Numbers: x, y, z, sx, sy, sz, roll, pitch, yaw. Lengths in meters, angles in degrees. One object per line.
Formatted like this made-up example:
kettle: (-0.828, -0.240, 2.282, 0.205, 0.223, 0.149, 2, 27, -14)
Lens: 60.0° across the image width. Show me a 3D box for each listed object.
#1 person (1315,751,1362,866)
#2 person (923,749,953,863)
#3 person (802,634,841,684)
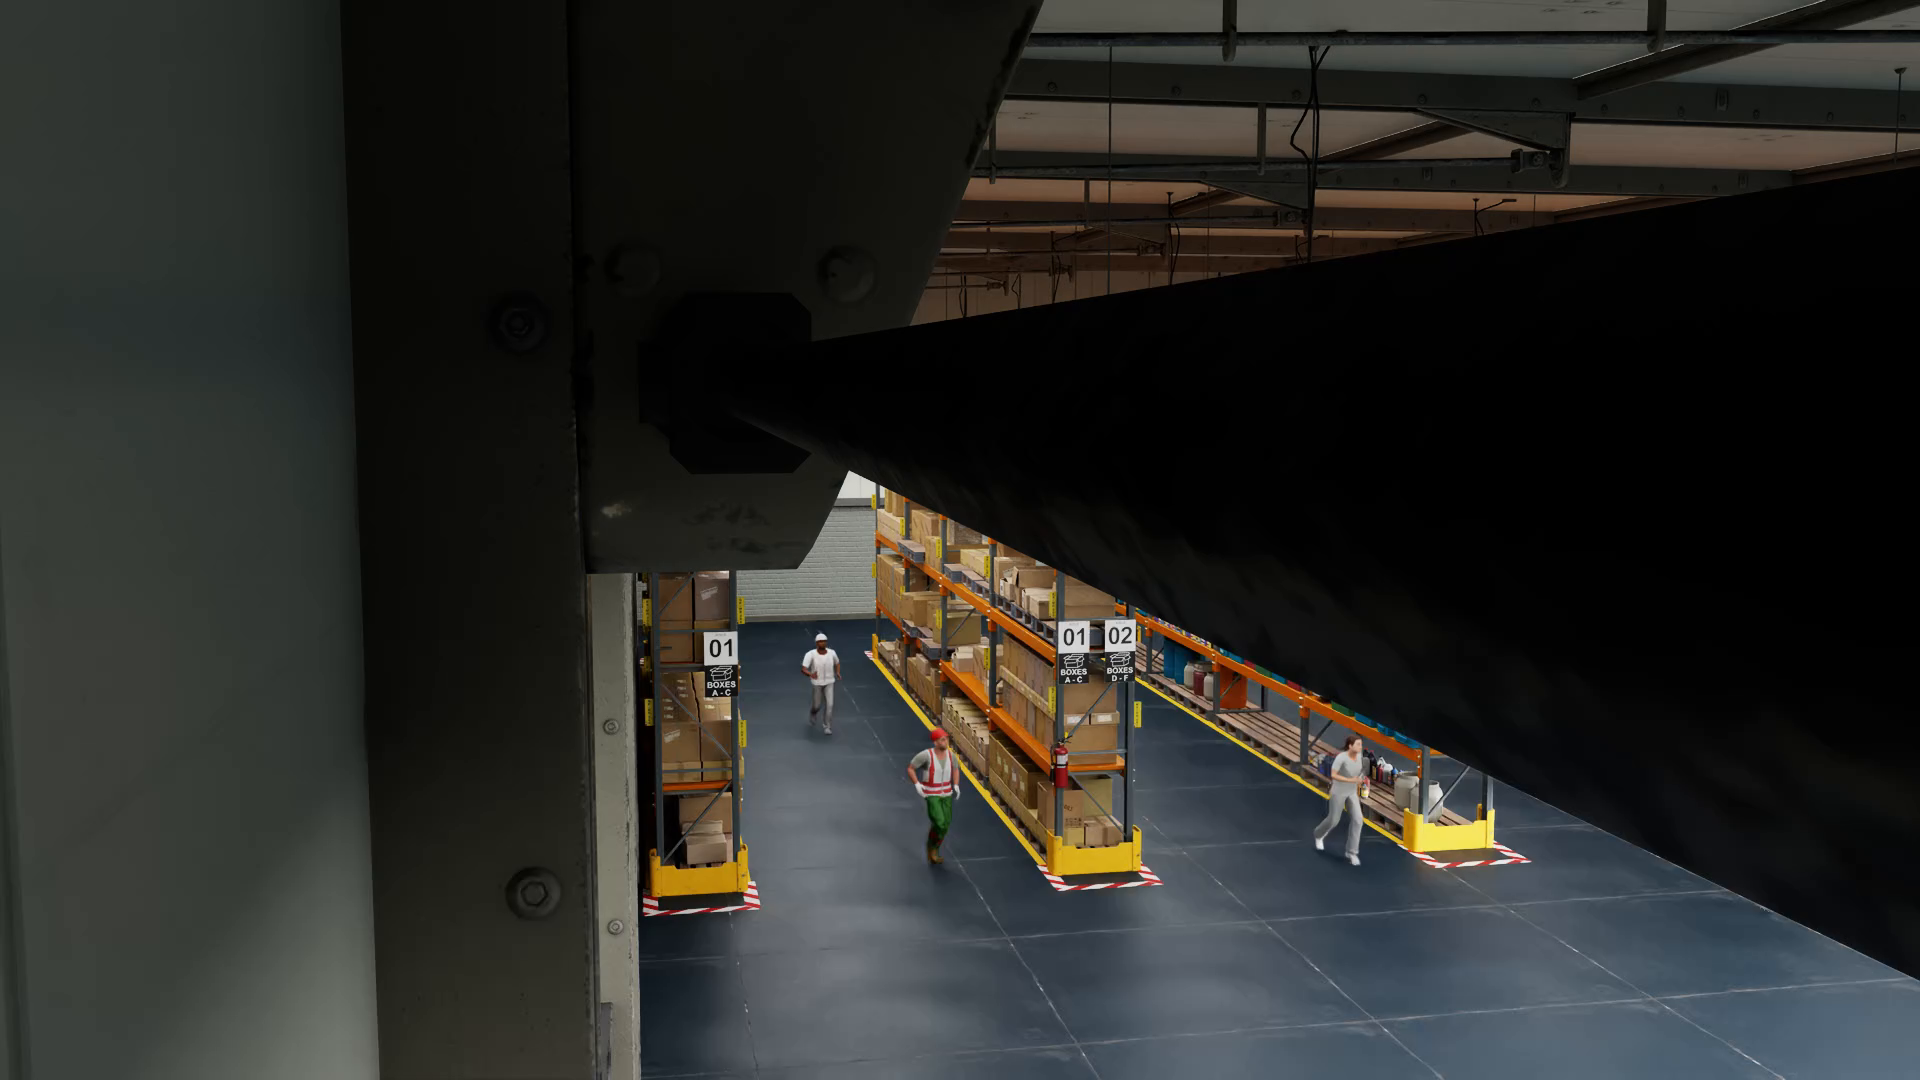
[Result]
person: (4.992, 3.428, 21.621, 0.565, 1.416, 0.913, -3, 7, -26)
person: (-0.288, 3.399, 21.307, 0.409, 1.486, 0.455, -3, 7, -30)
person: (-2.378, 2.077, 28.913, 0.714, 0.878, 0.510, -2, 6, -19)
